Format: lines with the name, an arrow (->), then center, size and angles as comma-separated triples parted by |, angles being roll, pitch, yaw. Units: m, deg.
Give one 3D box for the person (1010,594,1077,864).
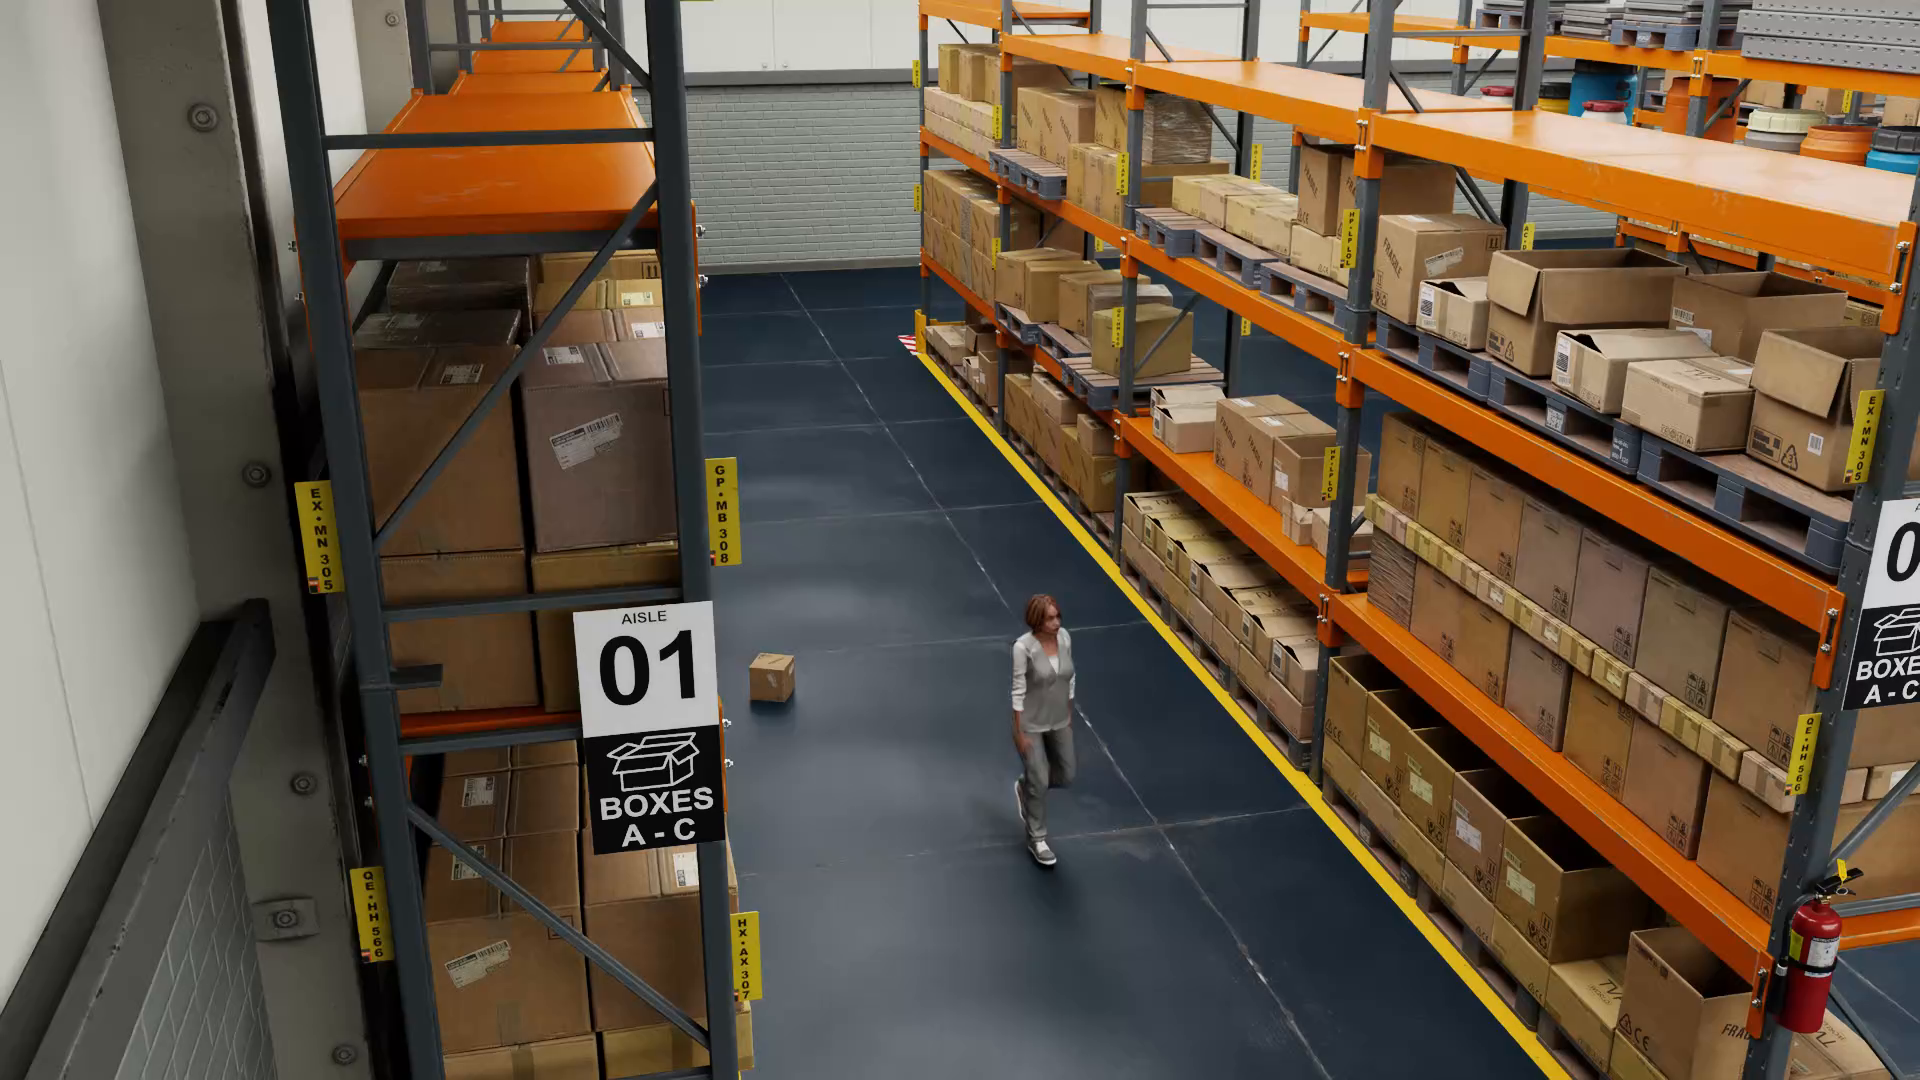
person -> 0.451, 1.023, 9.447 | 0.431, 1.586, 0.553 | -11, 23, -28
